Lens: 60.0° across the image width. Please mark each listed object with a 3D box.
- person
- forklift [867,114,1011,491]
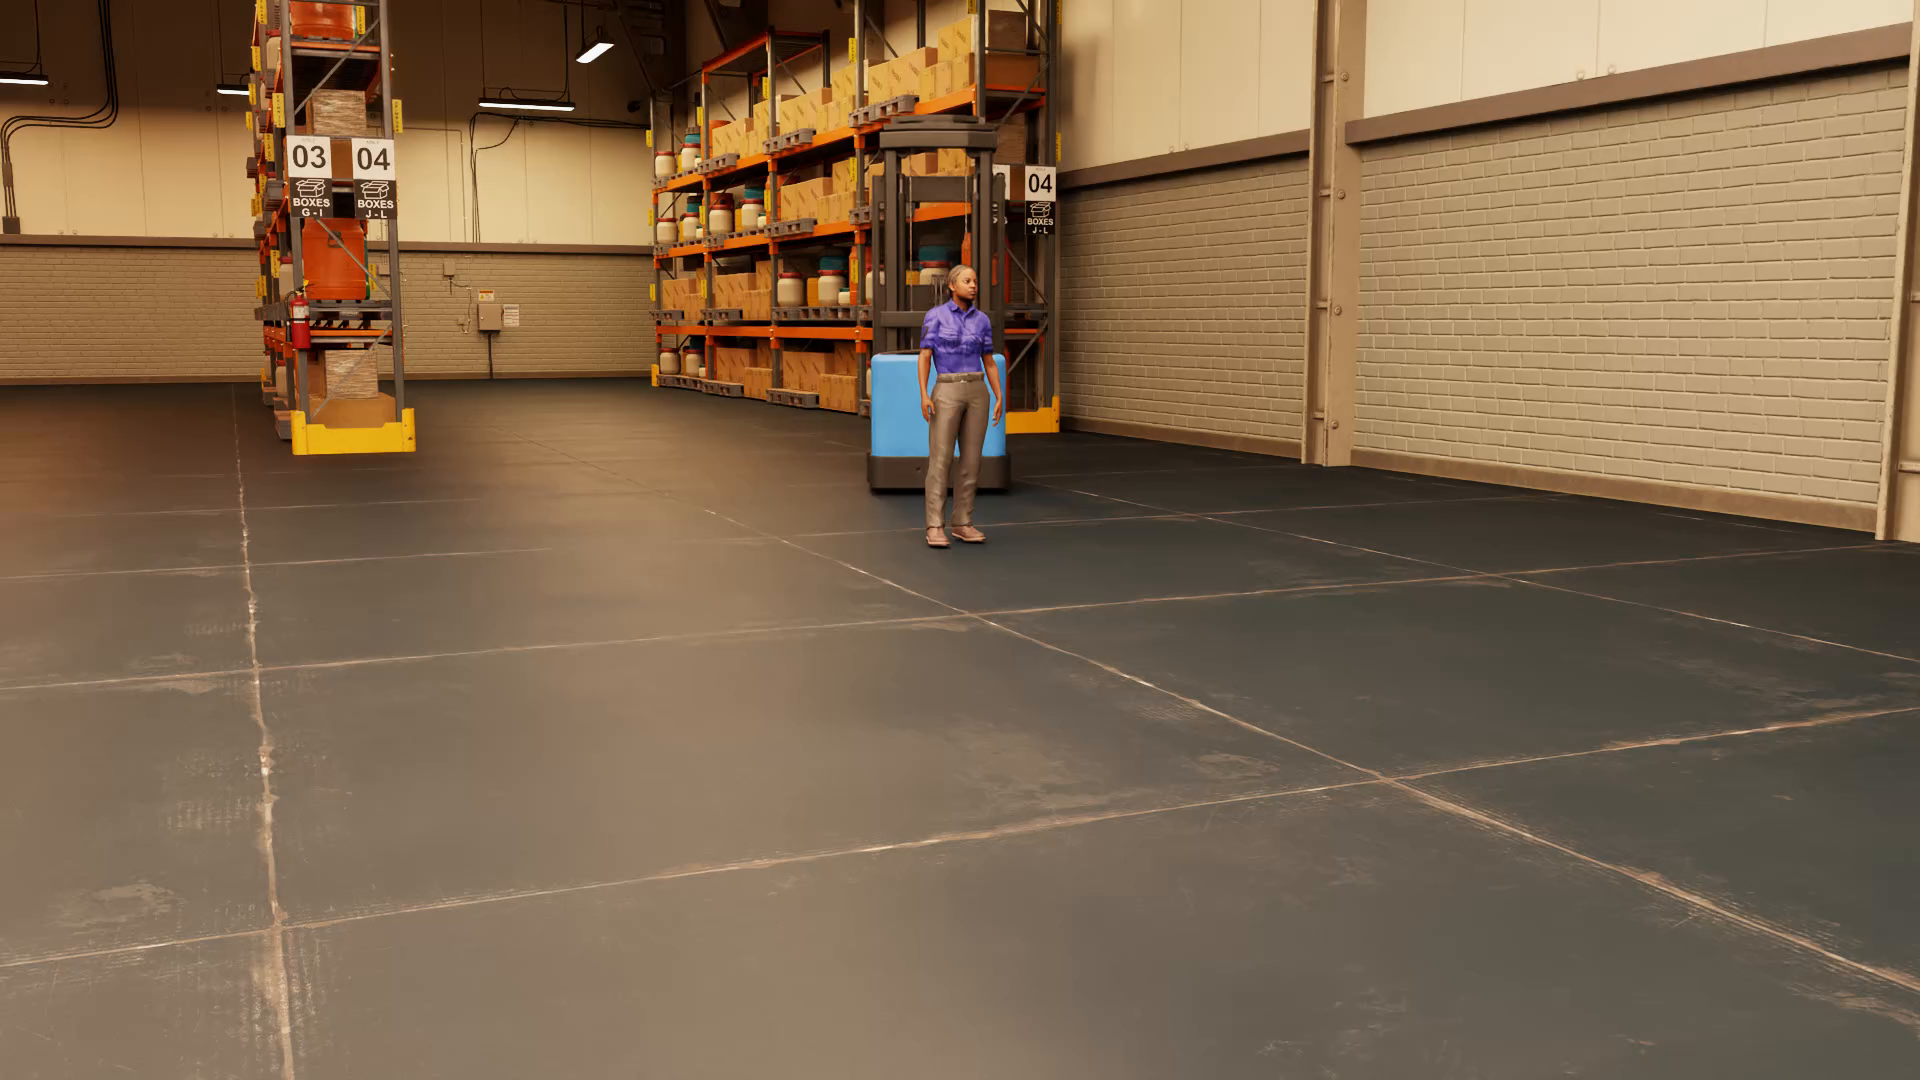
[{"bbox_3d":[0.017,-0.816,9.957,0.569,1.656,0.503,-3,8,-23],"label":"person"},{"bbox_3d":[-0.180,-1.971,13.890,1.130,2.935,3.031,0,8,-1],"label":"forklift"}]
